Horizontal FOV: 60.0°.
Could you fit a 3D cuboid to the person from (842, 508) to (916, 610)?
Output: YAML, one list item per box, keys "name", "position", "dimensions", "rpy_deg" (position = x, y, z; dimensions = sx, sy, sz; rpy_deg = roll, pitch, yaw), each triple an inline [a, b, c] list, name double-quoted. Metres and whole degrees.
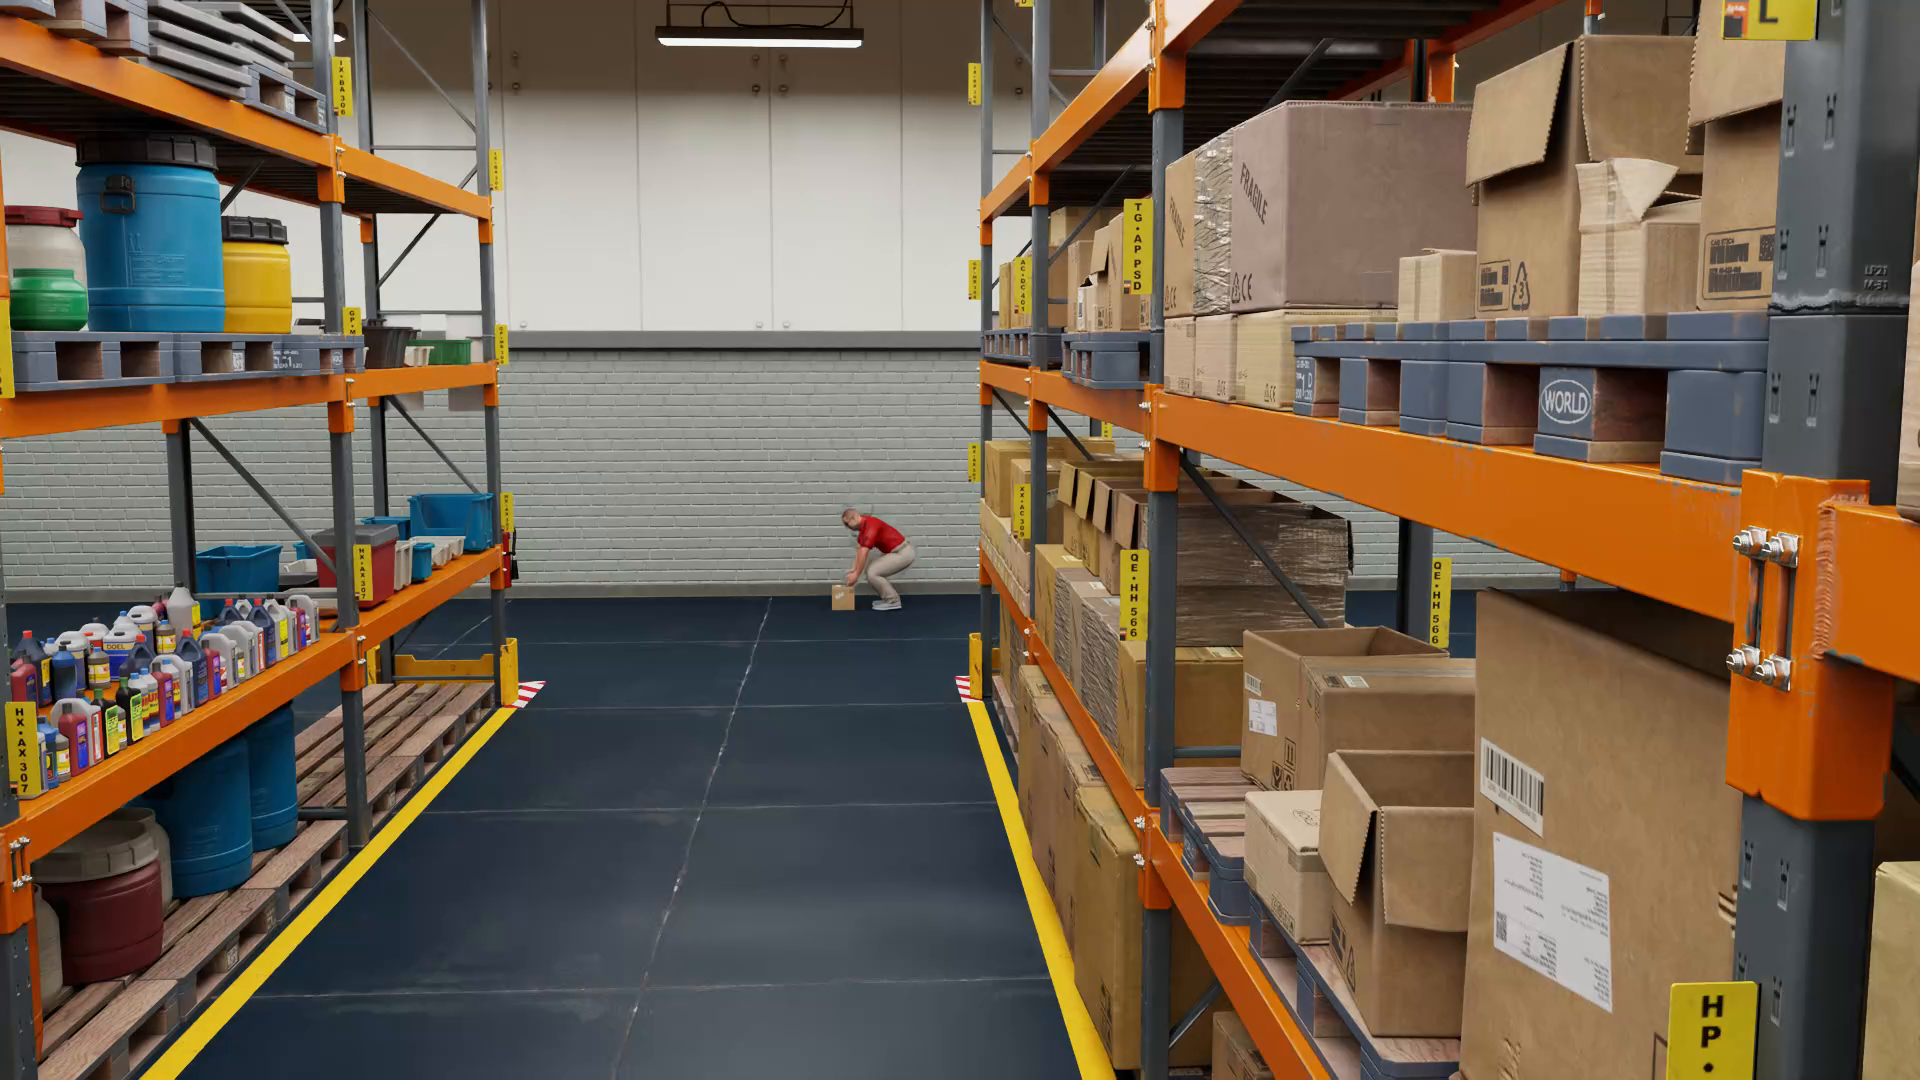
- name: "person"
  position: [-0.906, 0.205, 18.590]
  dimensions: [0.823, 1.142, 0.577]
  rpy_deg: [0, 7, -4]
